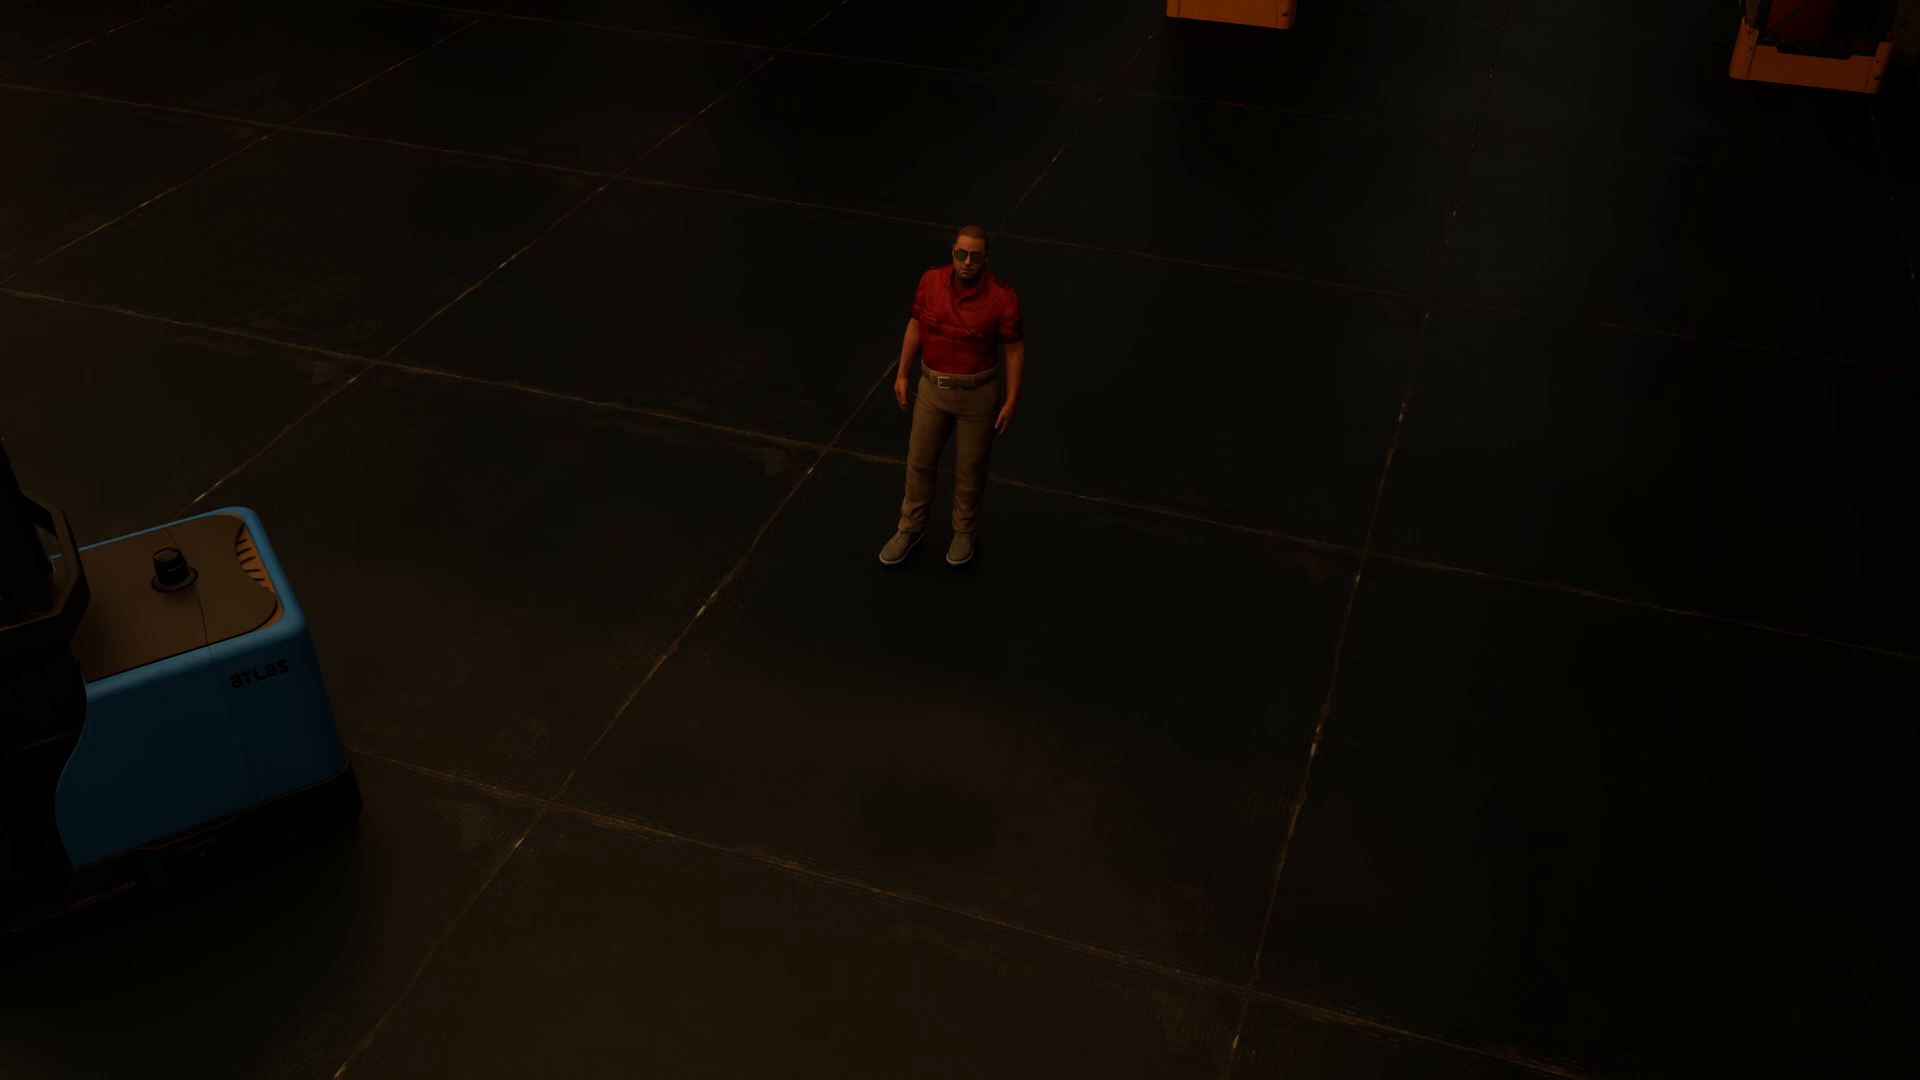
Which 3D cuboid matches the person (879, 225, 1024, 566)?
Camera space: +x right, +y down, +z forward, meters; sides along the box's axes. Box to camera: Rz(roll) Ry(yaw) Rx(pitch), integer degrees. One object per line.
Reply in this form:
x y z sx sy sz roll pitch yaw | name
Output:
-0.041 -0.664 8.075 0.642 1.727 0.550 12 37 16 | person

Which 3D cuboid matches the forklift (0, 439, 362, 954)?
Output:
-4.032 0.195 5.836 3.031 2.935 1.130 -19 40 -25 | forklift
